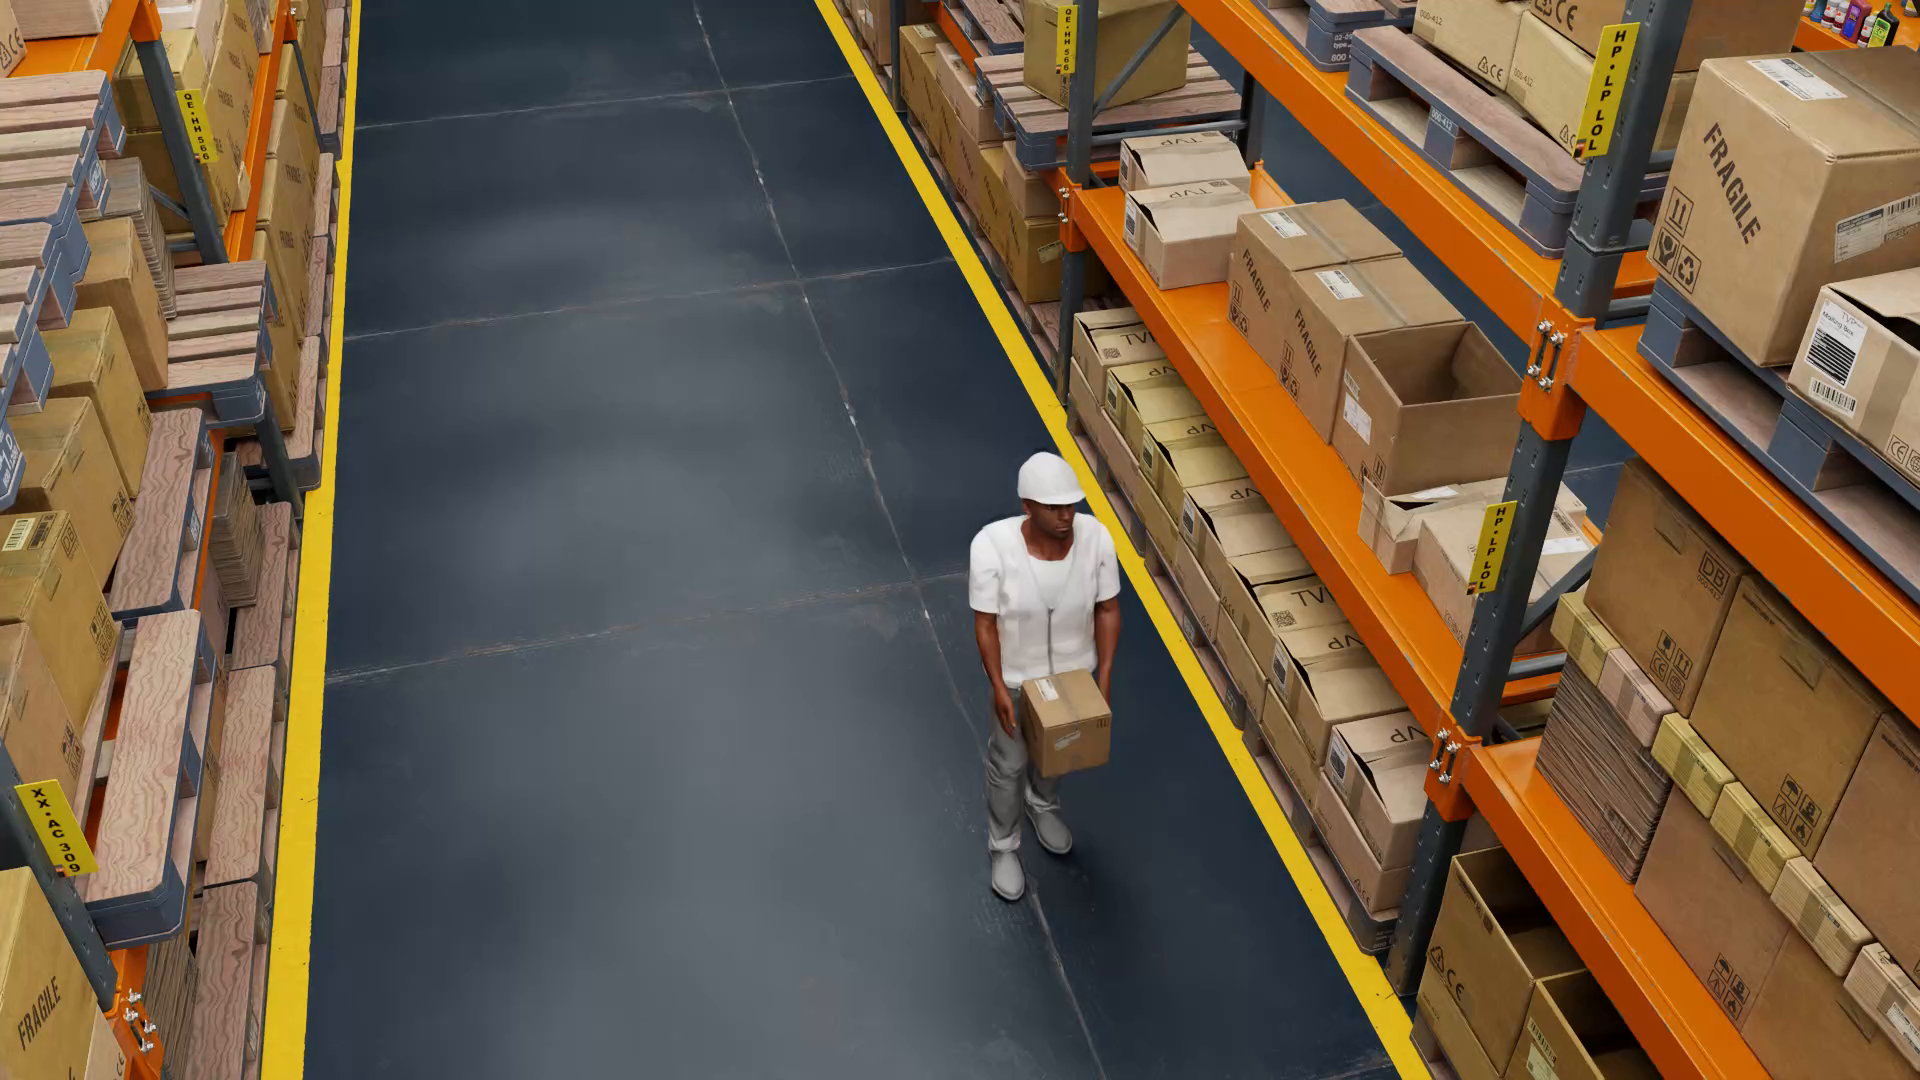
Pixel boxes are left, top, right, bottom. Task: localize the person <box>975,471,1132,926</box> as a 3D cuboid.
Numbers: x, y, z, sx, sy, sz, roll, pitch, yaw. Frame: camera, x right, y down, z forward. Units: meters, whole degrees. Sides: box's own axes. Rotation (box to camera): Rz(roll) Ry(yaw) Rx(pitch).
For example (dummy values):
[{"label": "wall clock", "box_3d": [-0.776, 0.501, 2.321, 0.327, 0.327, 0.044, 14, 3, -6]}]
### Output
[{"label": "person", "box_3d": [0.361, 0.558, 5.960, 0.564, 1.764, 0.636, -10, 39, -12]}]
